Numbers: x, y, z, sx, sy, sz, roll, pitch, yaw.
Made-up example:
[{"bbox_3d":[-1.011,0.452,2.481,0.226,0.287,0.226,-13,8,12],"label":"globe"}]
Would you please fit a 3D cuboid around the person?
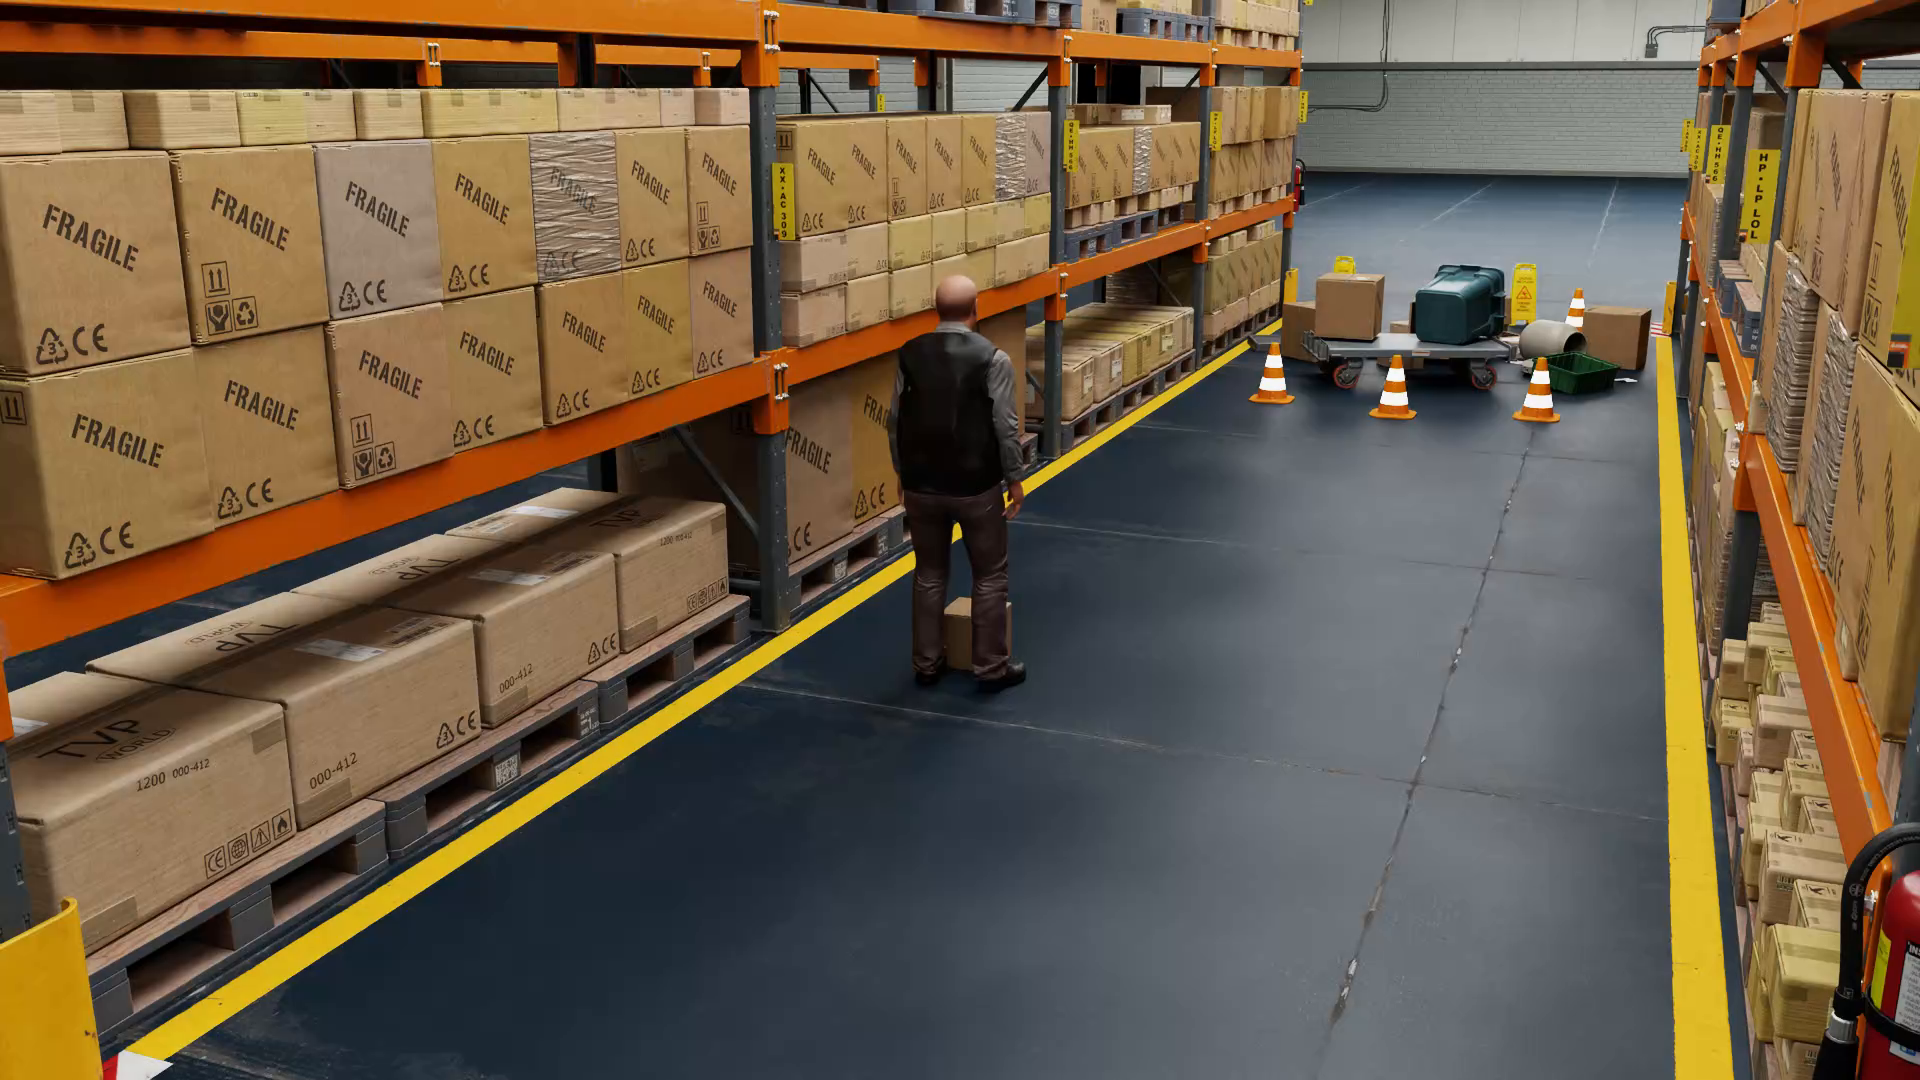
[{"bbox_3d":[-0.022,-0.221,6.877,0.580,1.720,0.421,6,16,21],"label":"person"}]
